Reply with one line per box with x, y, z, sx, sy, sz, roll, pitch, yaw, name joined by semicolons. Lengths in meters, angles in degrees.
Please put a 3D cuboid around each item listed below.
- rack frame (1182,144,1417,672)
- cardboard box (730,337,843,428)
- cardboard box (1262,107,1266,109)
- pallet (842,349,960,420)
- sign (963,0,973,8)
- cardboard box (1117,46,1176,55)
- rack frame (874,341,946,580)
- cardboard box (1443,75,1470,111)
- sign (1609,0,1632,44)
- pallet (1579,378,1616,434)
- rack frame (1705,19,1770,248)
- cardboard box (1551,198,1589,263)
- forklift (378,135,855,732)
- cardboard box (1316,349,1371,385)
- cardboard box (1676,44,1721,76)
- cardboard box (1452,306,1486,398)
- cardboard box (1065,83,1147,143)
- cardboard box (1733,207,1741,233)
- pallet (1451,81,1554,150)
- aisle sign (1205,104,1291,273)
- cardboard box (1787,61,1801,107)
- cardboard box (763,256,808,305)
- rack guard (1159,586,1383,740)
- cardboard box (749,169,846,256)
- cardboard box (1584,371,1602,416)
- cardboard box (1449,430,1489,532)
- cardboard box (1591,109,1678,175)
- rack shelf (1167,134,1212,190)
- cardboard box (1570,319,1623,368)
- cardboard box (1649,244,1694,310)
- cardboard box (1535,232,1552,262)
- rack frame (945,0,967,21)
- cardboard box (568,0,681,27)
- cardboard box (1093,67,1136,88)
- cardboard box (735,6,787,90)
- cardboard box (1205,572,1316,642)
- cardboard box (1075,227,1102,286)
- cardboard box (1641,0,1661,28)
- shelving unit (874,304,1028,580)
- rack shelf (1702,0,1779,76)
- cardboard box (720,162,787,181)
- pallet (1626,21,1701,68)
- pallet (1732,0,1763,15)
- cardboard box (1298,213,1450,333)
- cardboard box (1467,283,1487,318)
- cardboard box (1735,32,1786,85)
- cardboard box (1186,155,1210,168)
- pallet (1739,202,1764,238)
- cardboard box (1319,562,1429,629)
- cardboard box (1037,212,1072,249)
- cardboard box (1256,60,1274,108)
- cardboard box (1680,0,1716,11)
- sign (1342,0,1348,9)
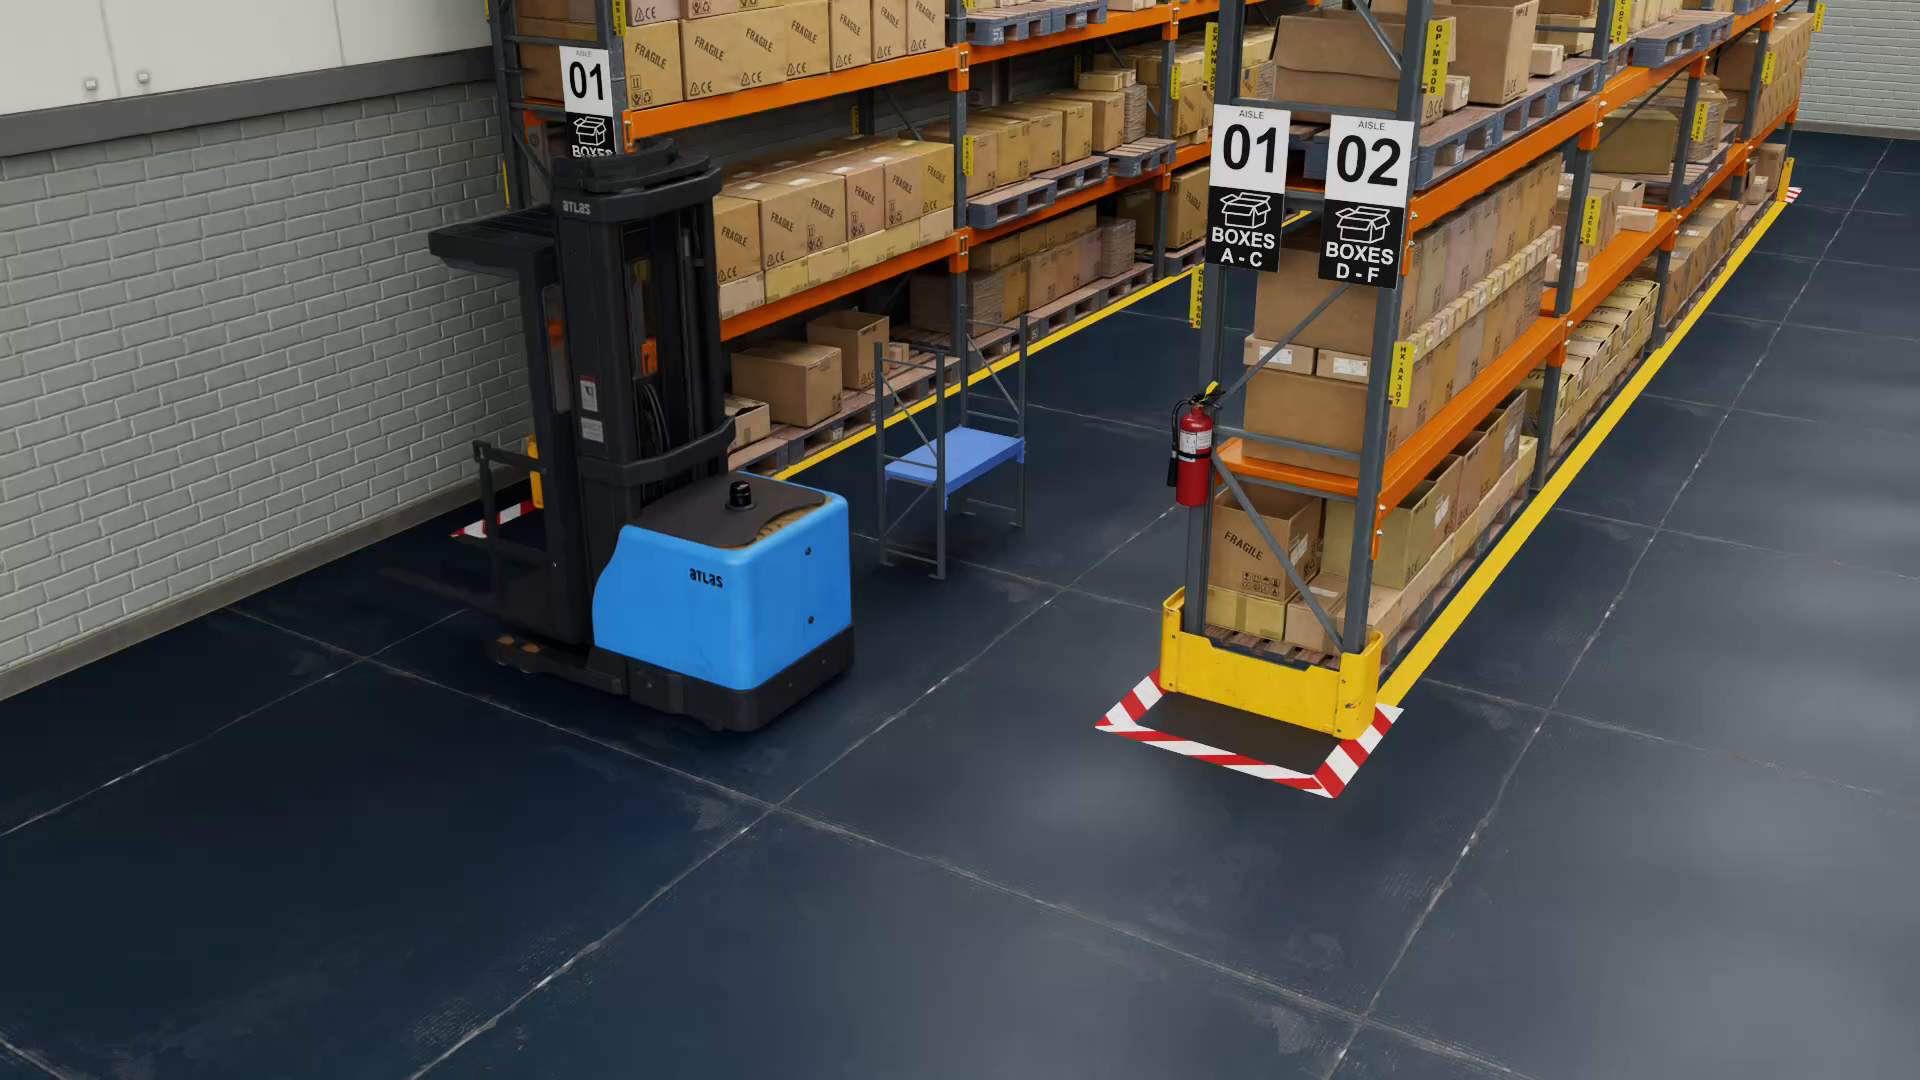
1.696;-0.496;8.621;1.000;3.000;0.127;14;27;29;rack frame
-1.343;-1.232;12.913;0.700;0.500;0.500;12;26;26;cardboard box
3.315;-4.966;19.236;0.380;0.149;0.250;14;27;29;cardboard box
-0.728;-1.369;14.148;1.003;0.211;1.213;14;27;29;pallet
0.061;-4.386;13.179;0.100;0.325;0.005;14;27;29;sign
2.001;-5.150;17.902;0.500;0.250;0.500;13;27;27;cardboard box
-0.313;-0.488;10.489;0.500;1.500;0.032;14;27;29;rack frame
2.467;-2.375;8.795;0.380;0.149;0.250;14;27;29;cardboard box
4.279;-3.381;10.757;0.100;0.325;0.005;14;27;29;sign
4.804;-1.237;13.842;1.003;0.211;1.213;14;27;29;pallet
8.026;-4.546;17.976;1.000;3.000;0.127;14;27;29;rack frame
4.503;-2.326;12.721;0.500;0.500;0.500;16;28;33;cardboard box
-2.124;-0.746;9.284;3.031;2.935;1.130;14;27;29;forklift
2.086;-0.927;8.674;0.380;0.149;0.250;14;27;29;cardboard box
8.073;-5.276;18.277;0.500;0.500;0.500;14;27;29;cardboard box
2.768;-1.220;10.167;0.700;0.500;0.500;15;27;31;cardboard box
1.466;-4.320;16.774;0.700;0.500;0.500;11;26;23;cardboard box
8.431;-3.611;18.646;0.500;0.311;0.500;14;27;29;cardboard box
2.734;-2.479;9.536;1.003;0.211;1.213;14;27;29;pallet
1.412;-1.729;8.195;0.394;0.787;0.004;14;27;29;aisle sign
9.860;-5.558;20.188;0.500;0.500;0.500;14;27;29;cardboard box
-1.451;-1.921;12.074;0.500;0.250;0.500;13;27;28;cardboard box
1.684;0.659;9.099;1.175;0.500;0.348;14;27;29;rack guard
-1.198;-2.430;12.308;0.500;0.500;0.500;15;27;31;cardboard box
4.771;-1.209;13.200;0.500;0.250;0.500;13;27;27;cardboard box
2.962;-0.411;10.413;0.500;0.500;0.500;14;27;29;cardboard box
6.153;-3.671;15.300;0.700;0.500;0.500;5;24;11;cardboard box
2.761;-4.578;18.955;1.077;0.370;4.000;14;27;29;rack shelf
5.046;-1.641;13.492;0.500;0.311;0.500;15;27;30;cardboard box
6.670;-2.523;15.894;0.500;0.500;0.500;13;27;27;cardboard box
3.713;-1.970;11.083;0.380;0.149;0.250;13;27;28;cardboard box
-0.404;-5.636;12.943;1.000;3.000;0.127;14;27;29;rack frame
-2.105;-3.503;10.380;0.500;0.500;0.500;12;26;25;cardboard box
1.549;-4.656;16.733;0.380;0.149;0.250;10;25;22;cardboard box
-1.541;-3.375;11.344;0.500;0.500;0.500;15;28;31;cardboard box
1.728;0.330;9.645;0.500;0.250;0.500;14;27;29;cardboard box
1.000;-2.885;16.730;0.700;0.500;0.500;14;27;29;cardboard box
5.152;-4.160;12.969;0.500;0.250;0.500;13;27;28;cardboard box
-0.045;-0.659;10.886;0.538;1.500;1.048;14;27;29;shelving unit
6.971;-4.918;15.964;1.077;0.370;4.000;14;27;29;rack shelf
-1.638;-2.534;12.548;0.500;0.500;0.500;14;27;30;cardboard box
5.047;-3.860;12.854;1.003;0.211;1.213;15;28;31;pallet
7.078;-5.281;16.133;1.213;0.211;1.003;14;27;29;pallet
2.254;-1.489;9.155;0.700;0.500;0.500;13;27;28;cardboard box
2.898;-1.446;9.872;0.380;0.149;0.250;14;27;29;cardboard box
8.785;-5.325;18.392;0.500;0.500;0.500;13;27;27;cardboard box
2.673;-3.954;18.786;0.750;0.750;0.750;14;27;29;cardboard box
9.032;-3.912;20.020;1.003;0.211;1.213;14;27;29;pallet
2.429;0.269;9.786;0.500;0.250;0.500;14;27;29;cardboard box
0.749;-3.024;16.109;0.500;0.250;0.500;14;27;29;cardboard box
3.253;-5.224;19.017;0.500;0.500;0.500;14;27;29;cardboard box
6.118;-4.773;14.599;0.910;0.500;0.500;14;27;29;cardboard box
5.457;-7.485;23.576;0.100;0.325;0.005;14;27;29;sign
